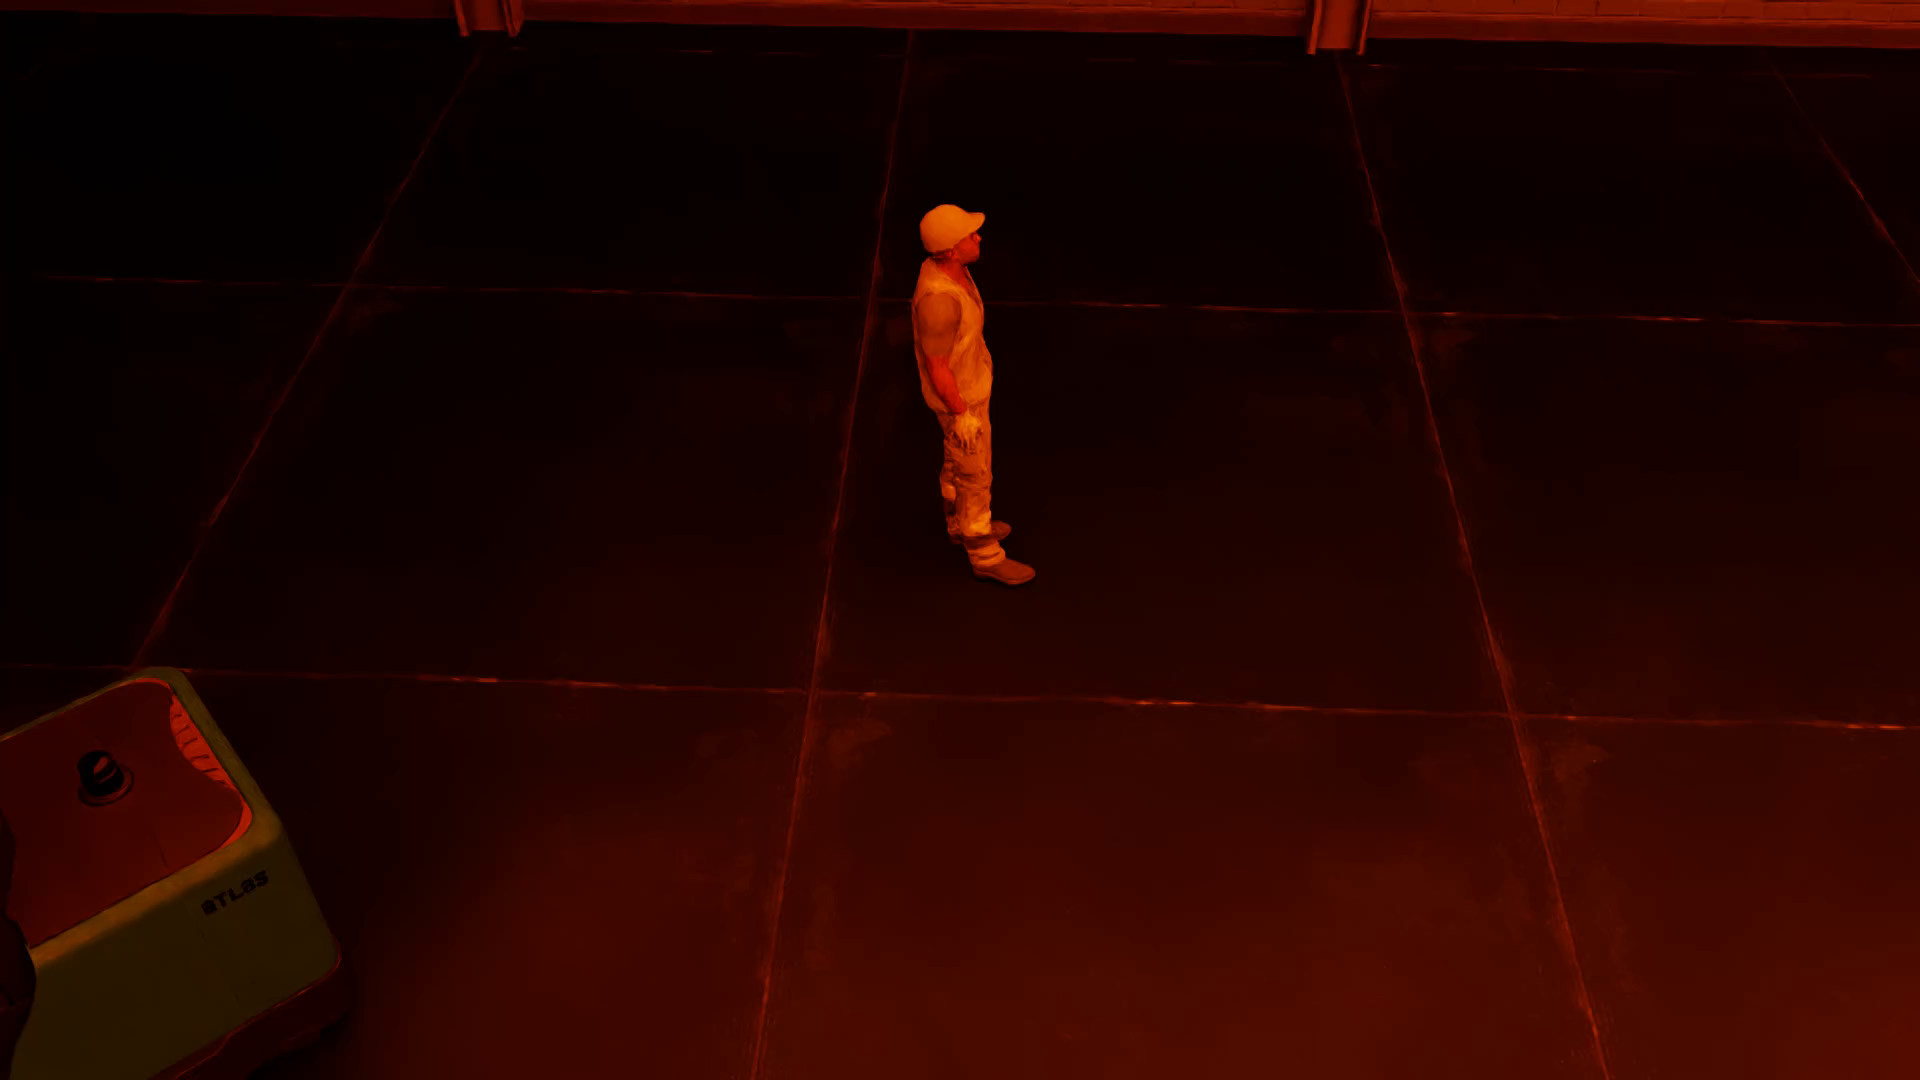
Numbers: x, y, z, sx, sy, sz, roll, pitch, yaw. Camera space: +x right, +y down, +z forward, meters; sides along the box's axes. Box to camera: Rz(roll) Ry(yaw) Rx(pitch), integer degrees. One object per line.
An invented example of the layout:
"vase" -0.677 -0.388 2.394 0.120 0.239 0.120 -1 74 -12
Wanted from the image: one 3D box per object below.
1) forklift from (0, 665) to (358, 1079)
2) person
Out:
"forklift" -3.629 1.014 4.631 3.031 2.935 1.130 -29 50 -28
"person" 0.081 -0.656 7.297 0.561 1.787 0.637 2 42 2
